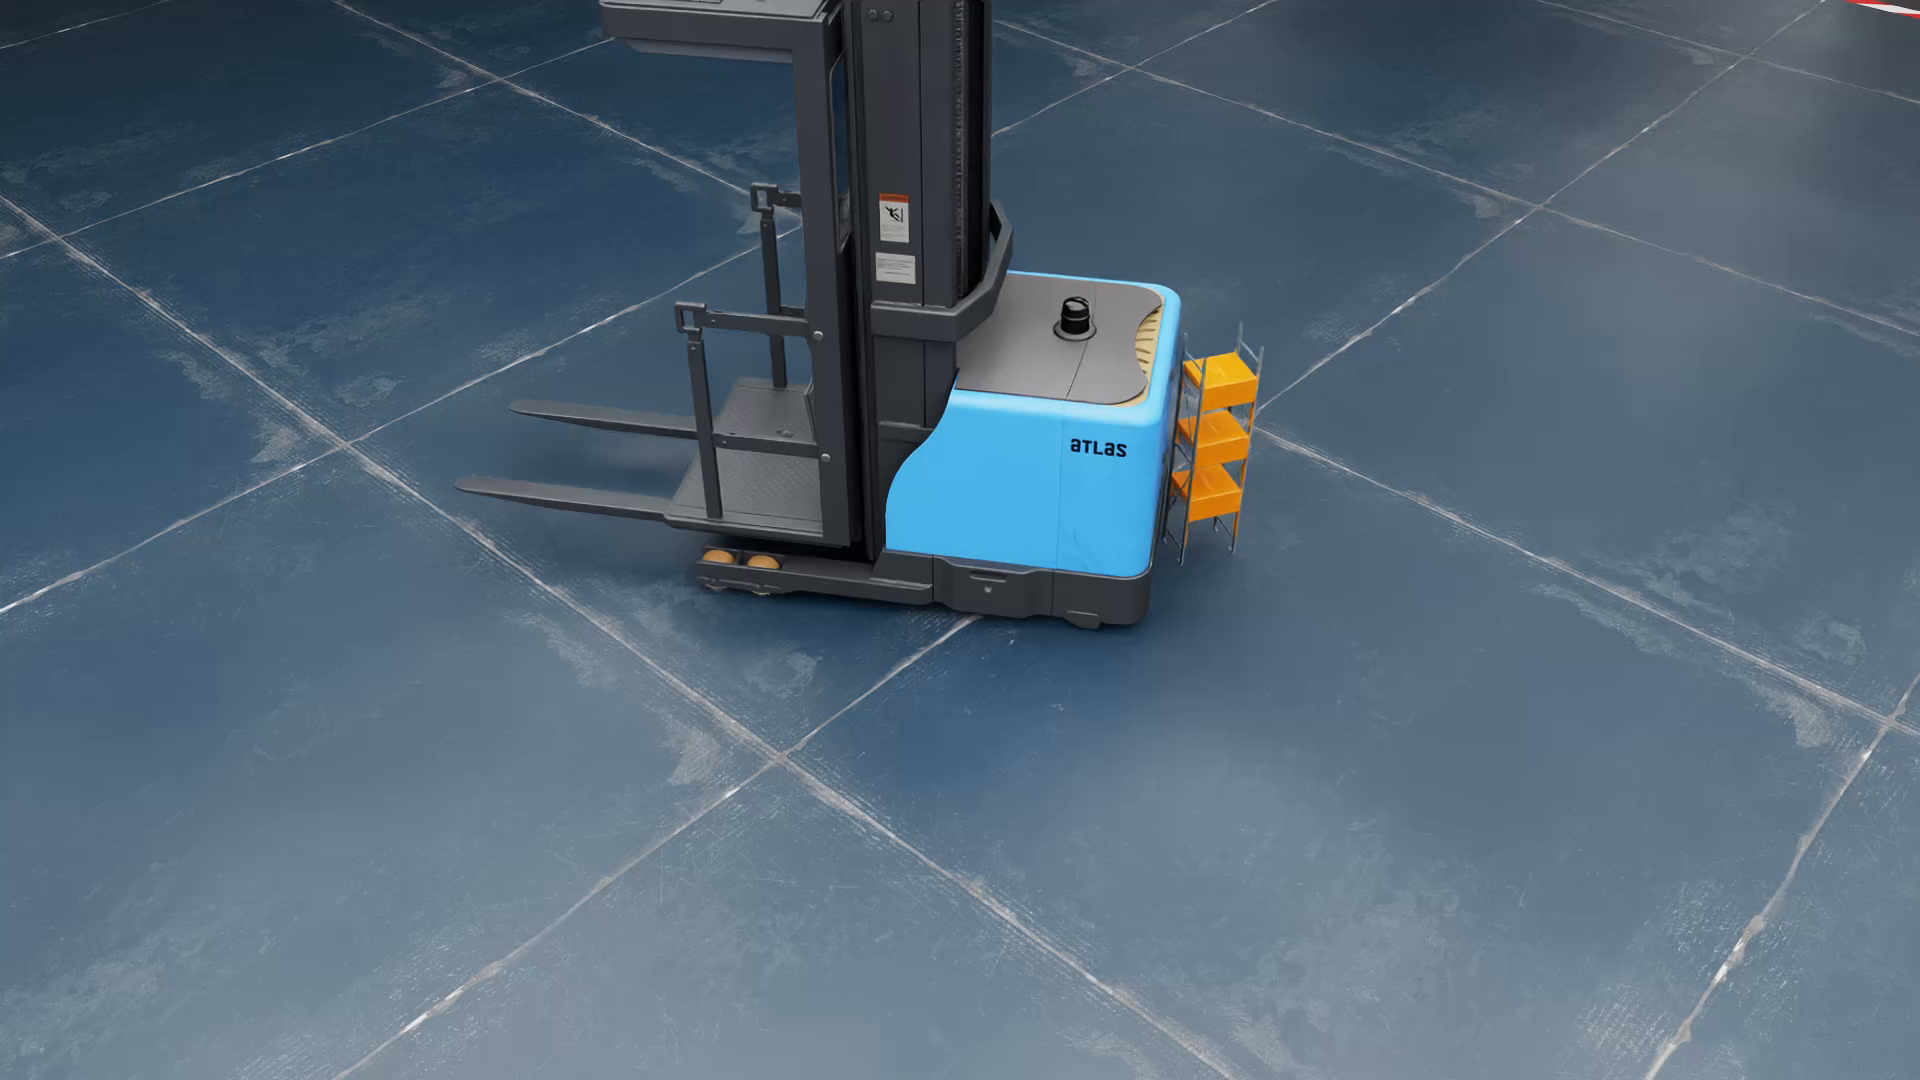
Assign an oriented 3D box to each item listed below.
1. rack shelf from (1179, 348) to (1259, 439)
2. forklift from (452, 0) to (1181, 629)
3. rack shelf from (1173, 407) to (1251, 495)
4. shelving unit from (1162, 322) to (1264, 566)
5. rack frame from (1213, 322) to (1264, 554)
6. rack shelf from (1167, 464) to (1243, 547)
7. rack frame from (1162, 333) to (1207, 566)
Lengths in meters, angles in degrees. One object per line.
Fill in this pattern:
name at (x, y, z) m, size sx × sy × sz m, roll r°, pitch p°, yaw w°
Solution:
rack shelf at (1.037, -0.591, 6.708) m, size 0.240 × 0.259 × 0.215 m, roll -12°, pitch 41°, yaw -15°
forklift at (-0.647, -1.234, 6.447) m, size 3.031 × 2.935 × 1.130 m, roll 7°, pitch 39°, yaw 8°
rack shelf at (1.035, -0.372, 6.888) m, size 0.240 × 0.259 × 0.215 m, roll -12°, pitch 41°, yaw -15°
shelving unit at (1.035, -0.380, 6.882) m, size 0.252 × 1.050 × 0.215 m, roll -12°, pitch 41°, yaw -15°
rack frame at (1.151, -0.405, 6.912) m, size 0.008 × 1.050 × 0.200 m, roll -12°, pitch 41°, yaw -15°
rack shelf at (1.034, -0.158, 7.065) m, size 0.240 × 0.259 × 0.215 m, roll -12°, pitch 41°, yaw -15°
rack frame at (0.920, -0.356, 6.851) m, size 0.008 × 1.050 × 0.200 m, roll -12°, pitch 41°, yaw -15°
